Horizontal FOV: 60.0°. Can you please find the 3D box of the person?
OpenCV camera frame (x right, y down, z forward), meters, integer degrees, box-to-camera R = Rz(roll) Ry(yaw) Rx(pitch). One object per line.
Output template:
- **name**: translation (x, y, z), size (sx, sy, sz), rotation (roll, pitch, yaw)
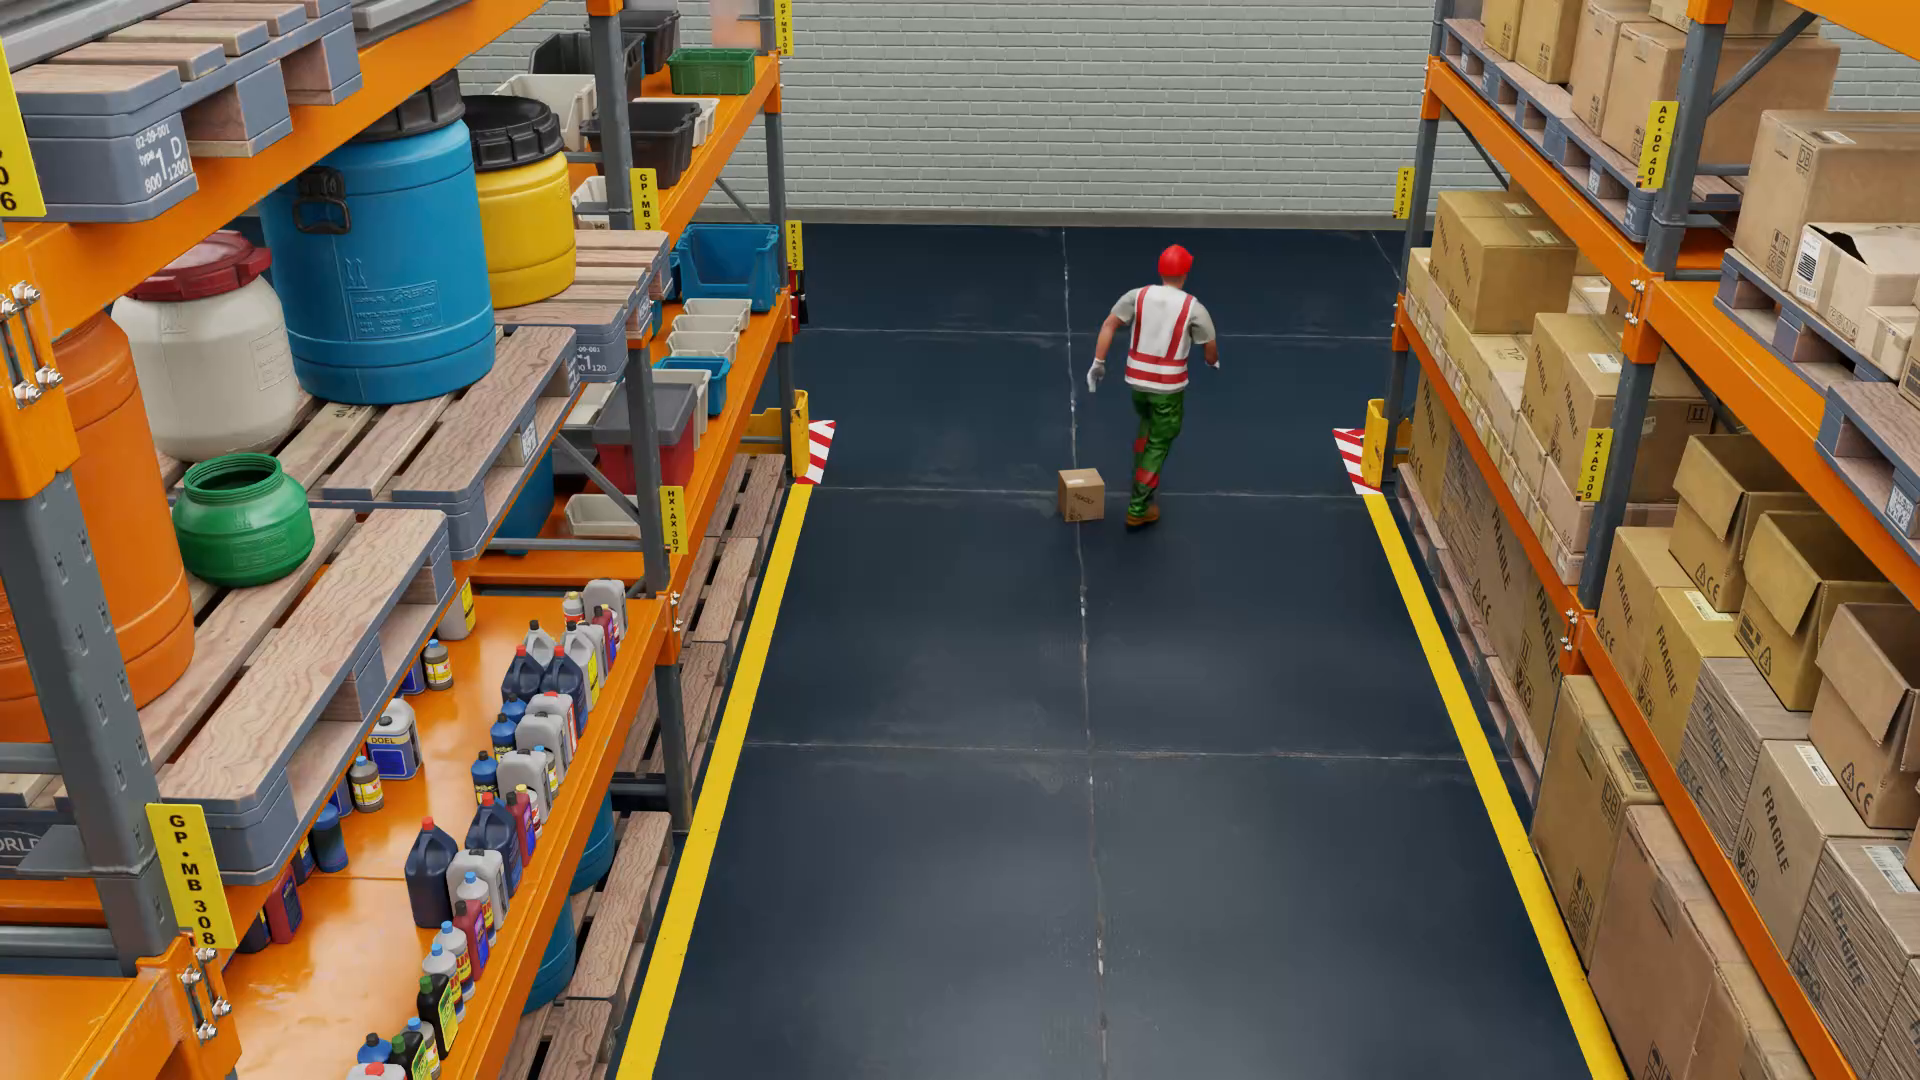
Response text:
- **person**: translation (1.256, -0.981, 10.539), size (0.713, 1.797, 0.800), rotation (17, 32, 29)
